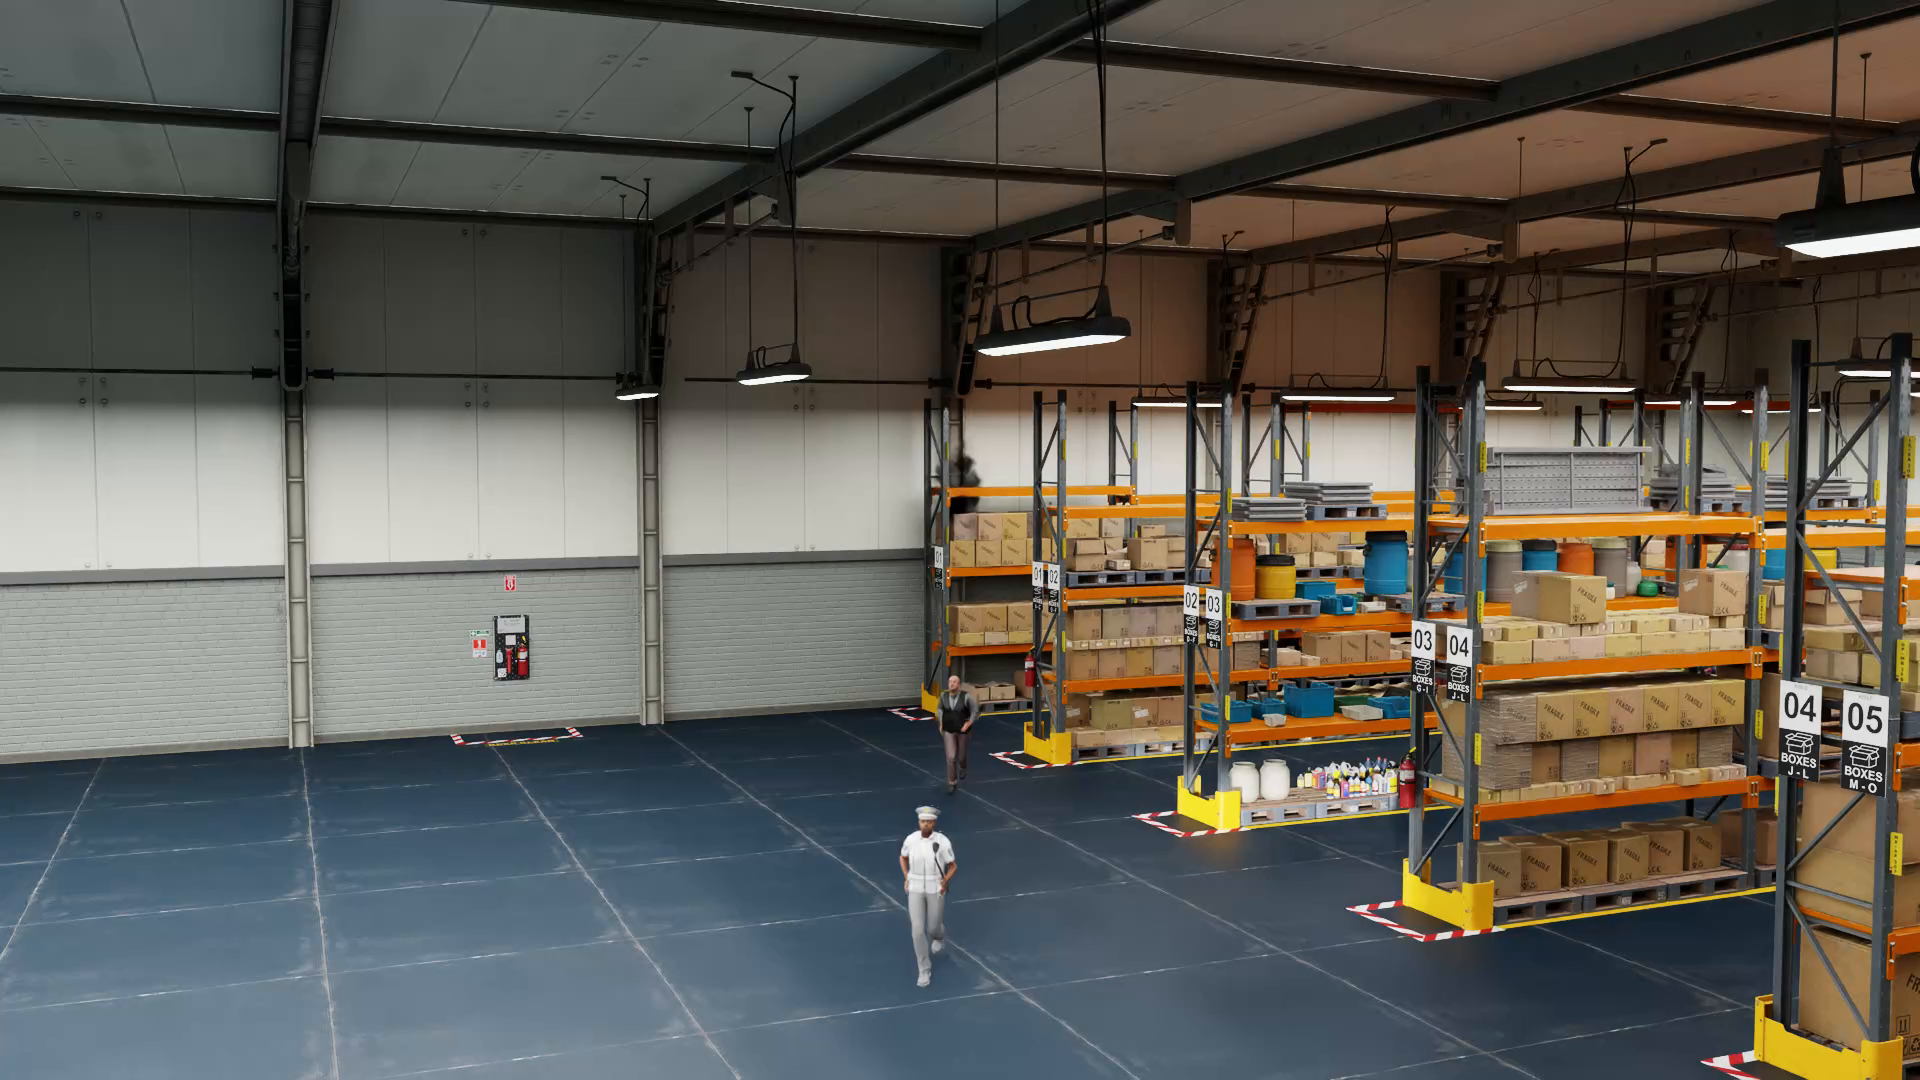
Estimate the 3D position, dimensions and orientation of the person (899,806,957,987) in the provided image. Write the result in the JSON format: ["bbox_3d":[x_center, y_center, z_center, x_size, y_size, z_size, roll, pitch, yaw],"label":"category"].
[{"bbox_3d":[-0.319,3.399,16.108,0.577,1.676,0.740,0,3,7],"label":"person"}]

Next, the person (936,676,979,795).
[{"bbox_3d":[-0.032,2.861,24.699,0.662,1.727,0.783,1,3,10],"label":"person"}]
